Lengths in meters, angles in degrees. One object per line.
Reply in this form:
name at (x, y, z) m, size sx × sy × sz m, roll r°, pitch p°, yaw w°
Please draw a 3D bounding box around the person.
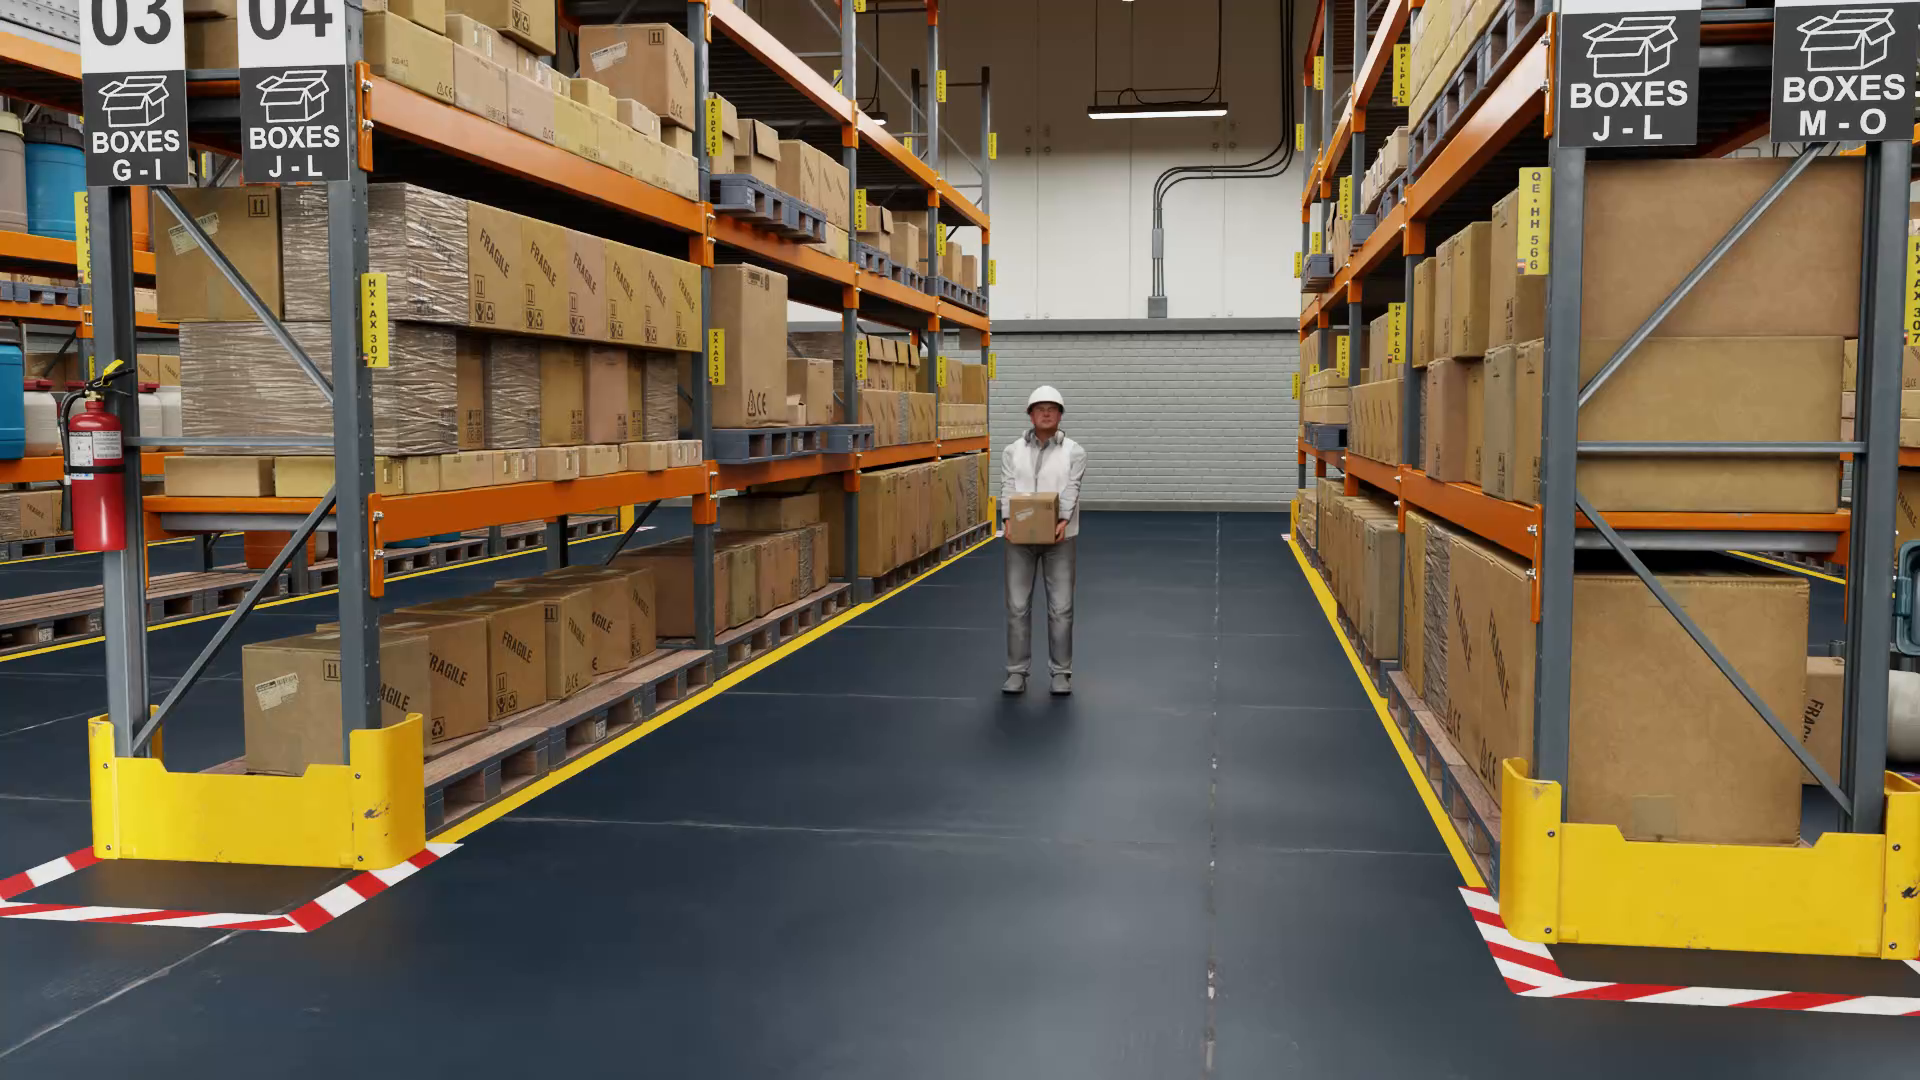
person at (0.466, 0.000, 9.519) m, size 0.494 × 1.762 × 0.564 m, roll 1°, pitch 4°, yaw 9°
